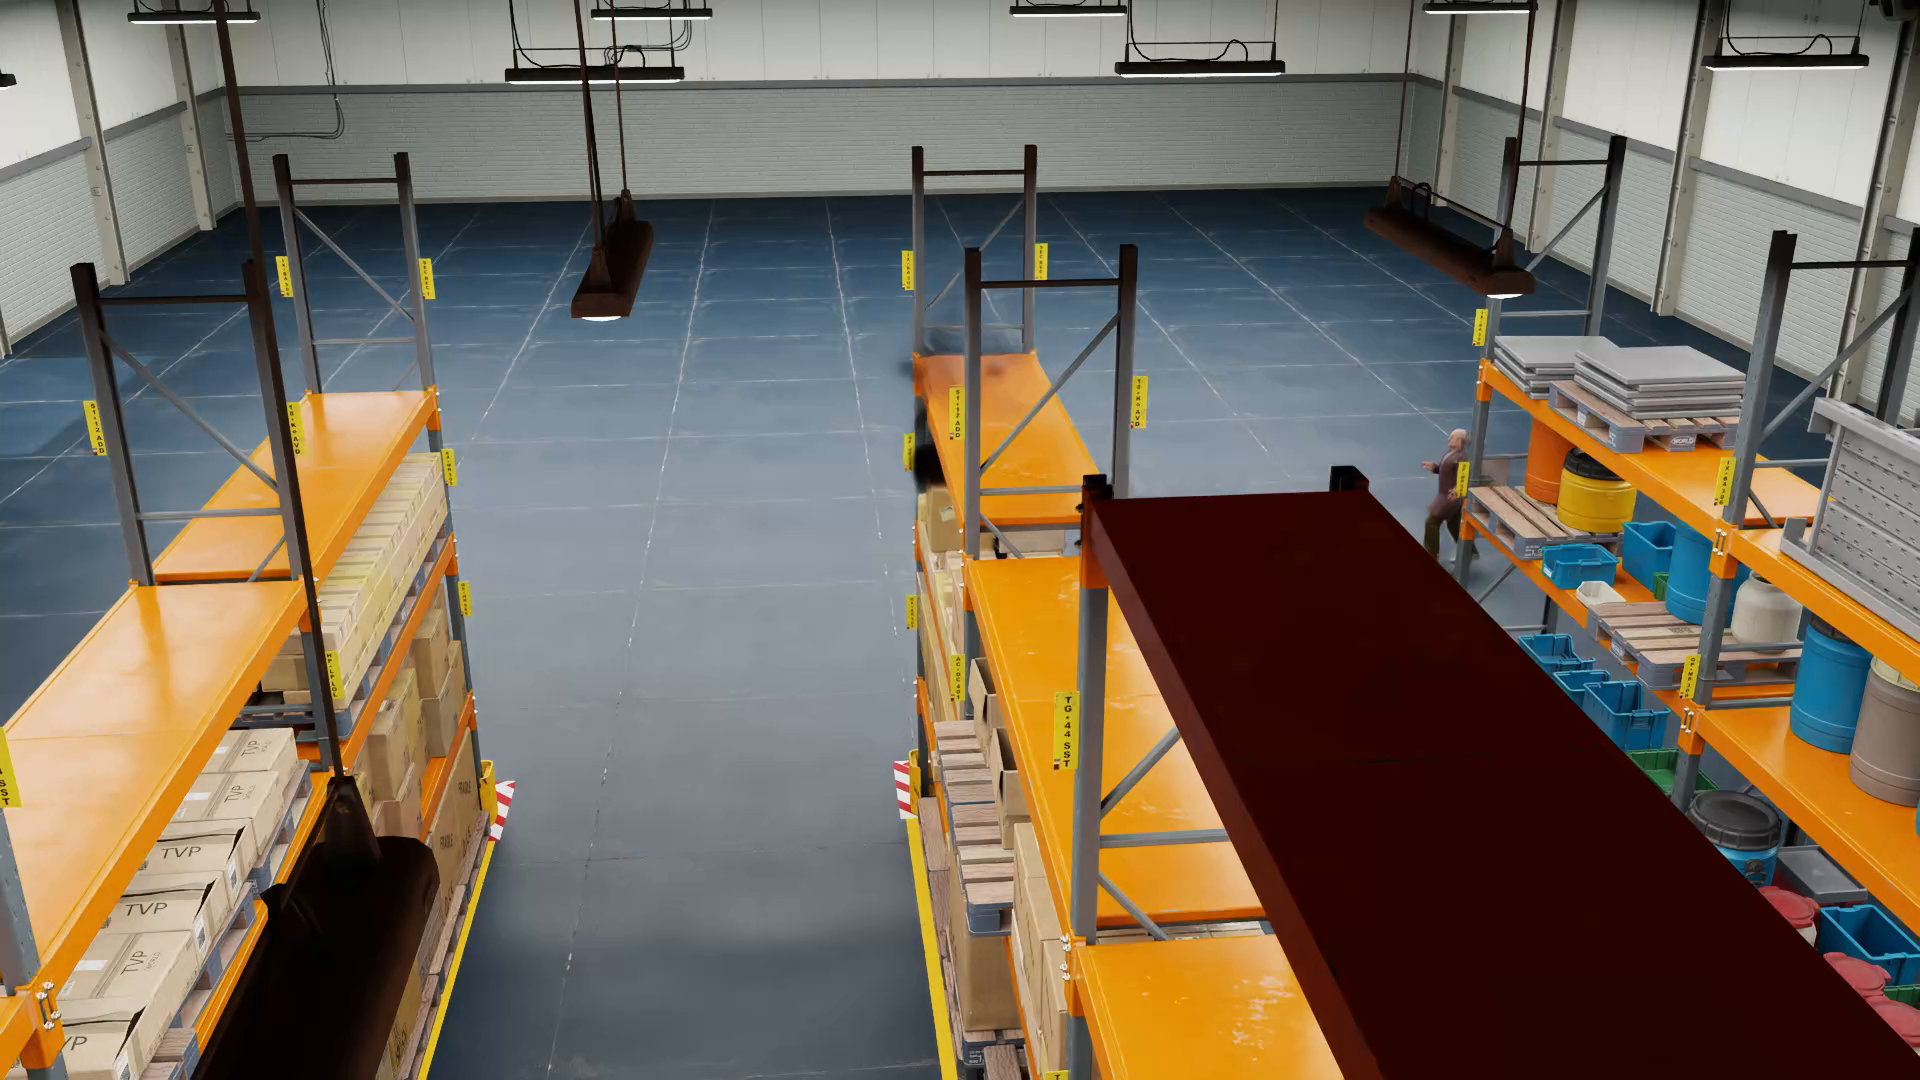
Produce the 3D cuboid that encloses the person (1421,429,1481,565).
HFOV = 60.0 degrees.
[{"bbox_3d":[6.048,-0.481,20.432,0.842,1.841,0.692,6,22,14],"label":"person"}]
